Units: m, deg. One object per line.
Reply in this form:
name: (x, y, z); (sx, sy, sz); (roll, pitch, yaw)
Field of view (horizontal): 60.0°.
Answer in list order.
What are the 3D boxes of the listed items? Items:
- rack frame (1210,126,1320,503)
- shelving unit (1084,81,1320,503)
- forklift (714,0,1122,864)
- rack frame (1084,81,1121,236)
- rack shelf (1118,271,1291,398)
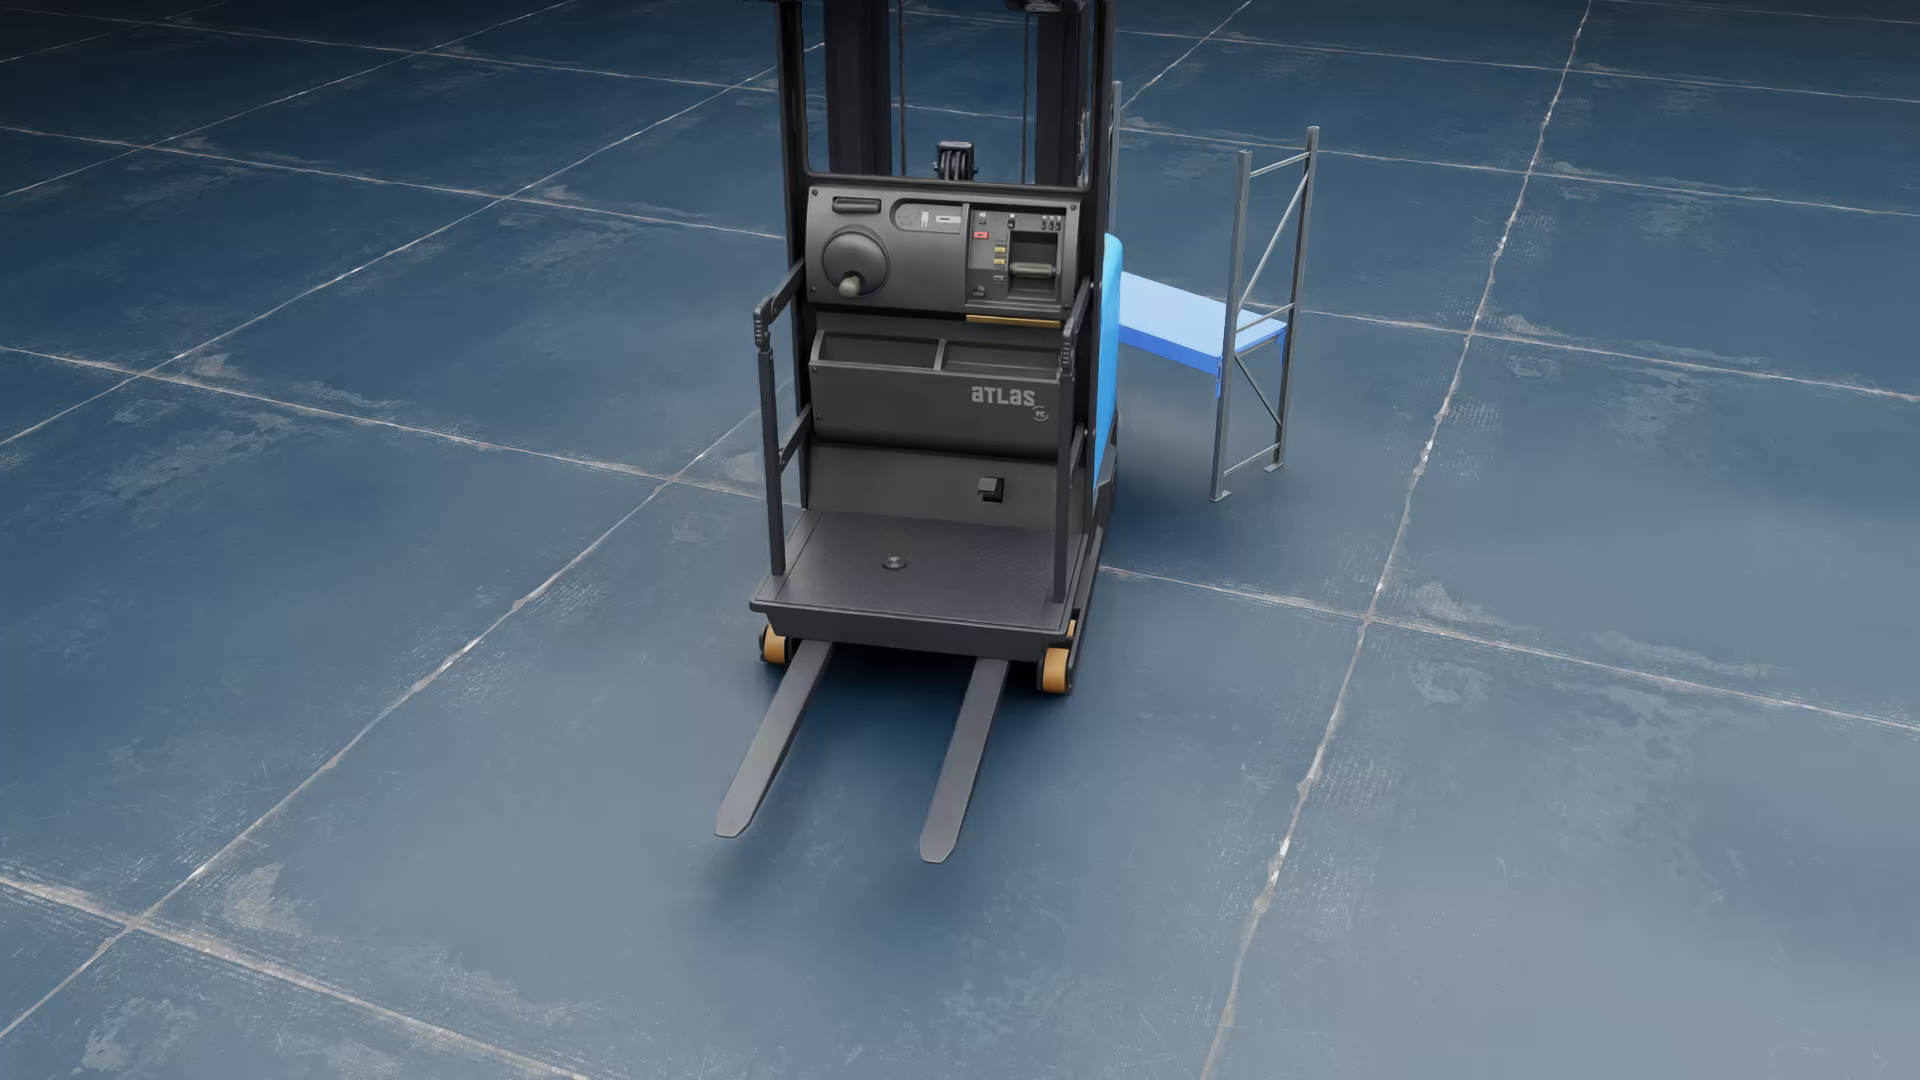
rack frame: (1.243, -0.903, 6.824); (0.032, 1.500, 0.500); (26, 38, 37)
shelving unit: (0.880, -1.078, 7.133); (1.048, 1.500, 0.538); (26, 38, 37)
forklift: (-0.100, -0.934, 5.423); (1.130, 2.935, 3.031); (5, 30, 9)
rack frame: (0.516, -1.253, 7.443); (0.032, 1.500, 0.500); (26, 38, 37)
rack shelf: (0.880, -0.922, 7.222); (1.000, 0.185, 0.538); (26, 38, 37)
